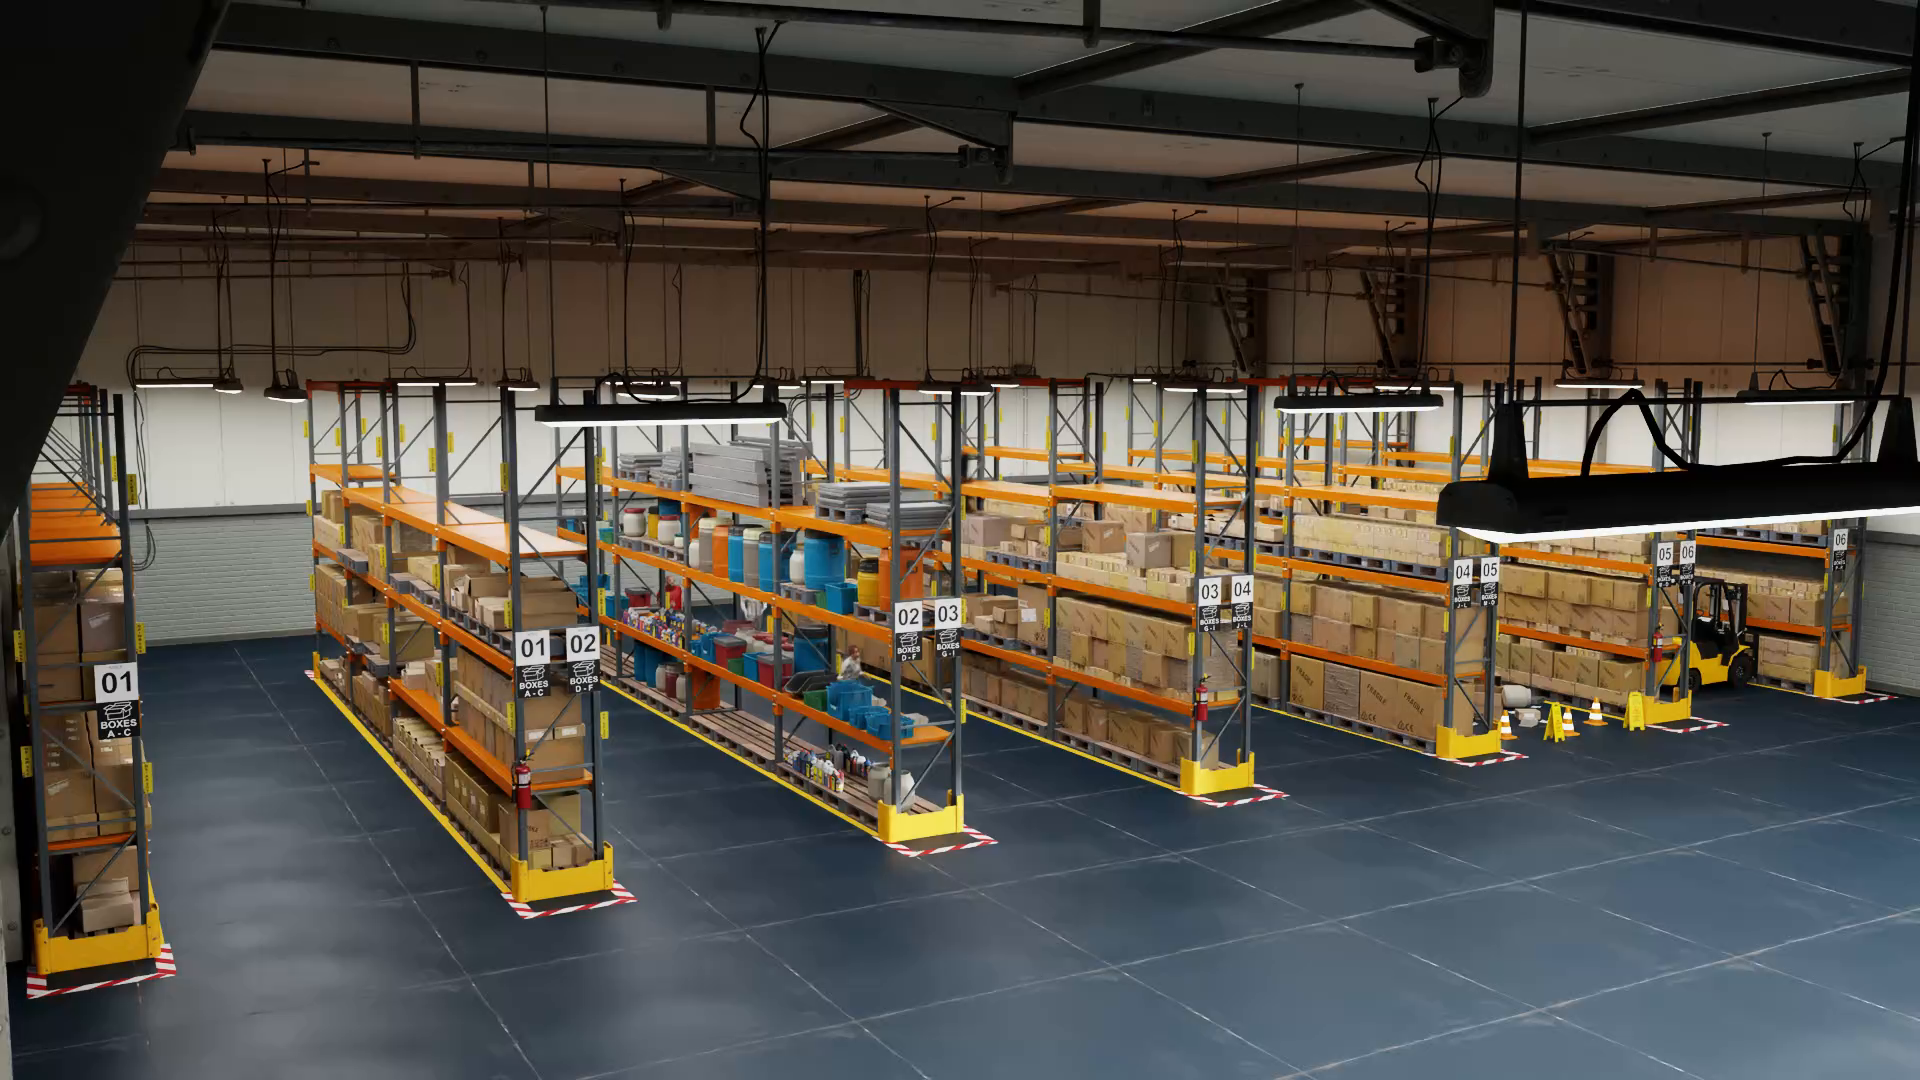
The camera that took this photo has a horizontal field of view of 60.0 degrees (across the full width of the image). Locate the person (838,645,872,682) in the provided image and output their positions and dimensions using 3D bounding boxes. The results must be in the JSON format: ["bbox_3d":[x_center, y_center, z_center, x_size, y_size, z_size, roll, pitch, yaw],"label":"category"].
[{"bbox_3d":[-1.884,2.549,28.695,0.753,1.526,0.576,2,6,14],"label":"person"}]

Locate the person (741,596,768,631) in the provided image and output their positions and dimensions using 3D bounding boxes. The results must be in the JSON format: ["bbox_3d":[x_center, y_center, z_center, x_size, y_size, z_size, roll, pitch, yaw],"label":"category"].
[{"bbox_3d":[-4.455,1.661,36.097,0.617,1.735,0.765,-2,6,-18],"label":"person"}]

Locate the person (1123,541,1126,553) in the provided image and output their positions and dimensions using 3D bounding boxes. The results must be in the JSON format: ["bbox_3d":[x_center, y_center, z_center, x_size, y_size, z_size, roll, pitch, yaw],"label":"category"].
[{"bbox_3d":[4.734,0.568,46.554,0.496,1.673,0.777,5,8,39],"label":"person"}]

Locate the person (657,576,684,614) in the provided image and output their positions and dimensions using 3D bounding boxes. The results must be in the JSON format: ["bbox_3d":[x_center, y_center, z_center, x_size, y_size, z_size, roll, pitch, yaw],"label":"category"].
[{"bbox_3d":[-6.253,1.652,36.045,0.643,1.781,0.737,-3,7,-25],"label":"person"}]
